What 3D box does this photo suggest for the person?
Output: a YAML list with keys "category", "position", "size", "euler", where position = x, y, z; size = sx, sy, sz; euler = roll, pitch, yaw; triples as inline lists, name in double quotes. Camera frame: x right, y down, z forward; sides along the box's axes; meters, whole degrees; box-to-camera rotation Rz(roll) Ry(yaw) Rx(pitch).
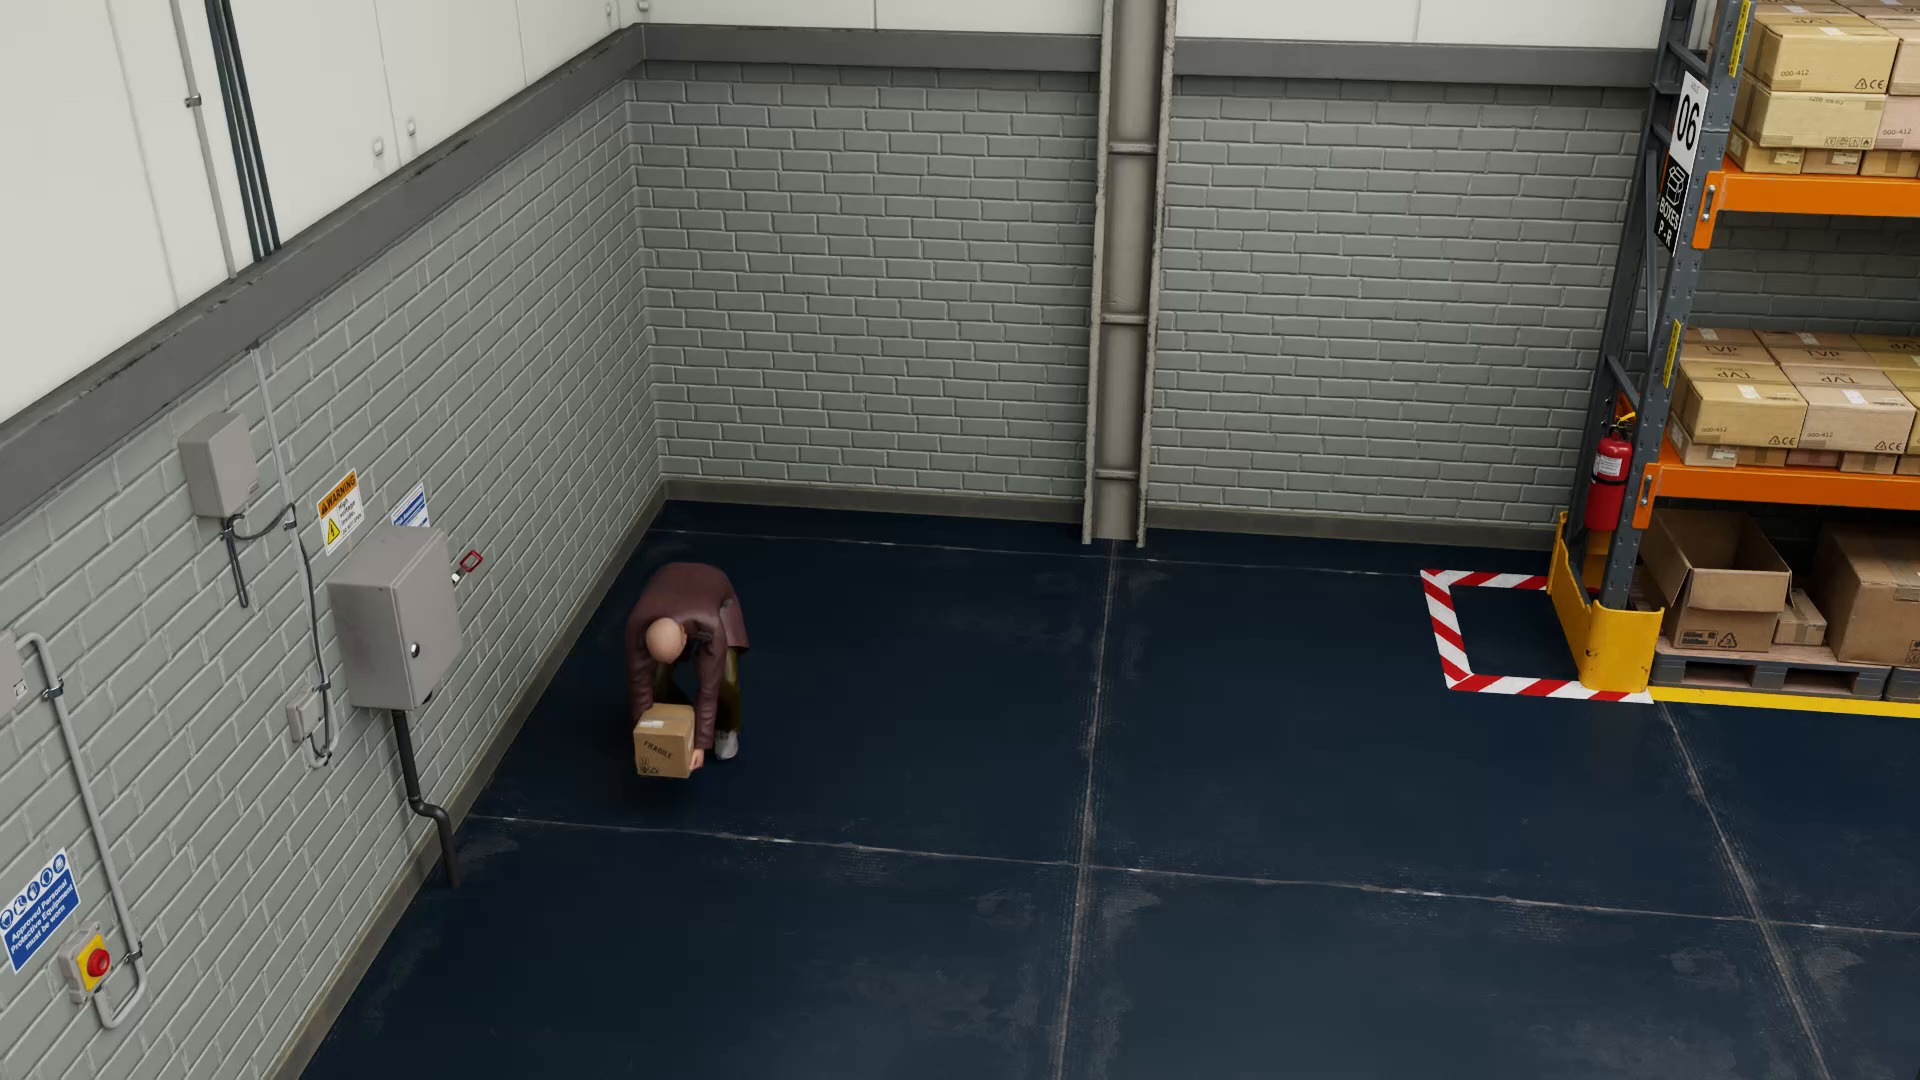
- category: "person"
  position: [-1.351, 0.645, 8.173]
  size: [0.591, 1.075, 0.943]
  euler: [2, 28, 4]
